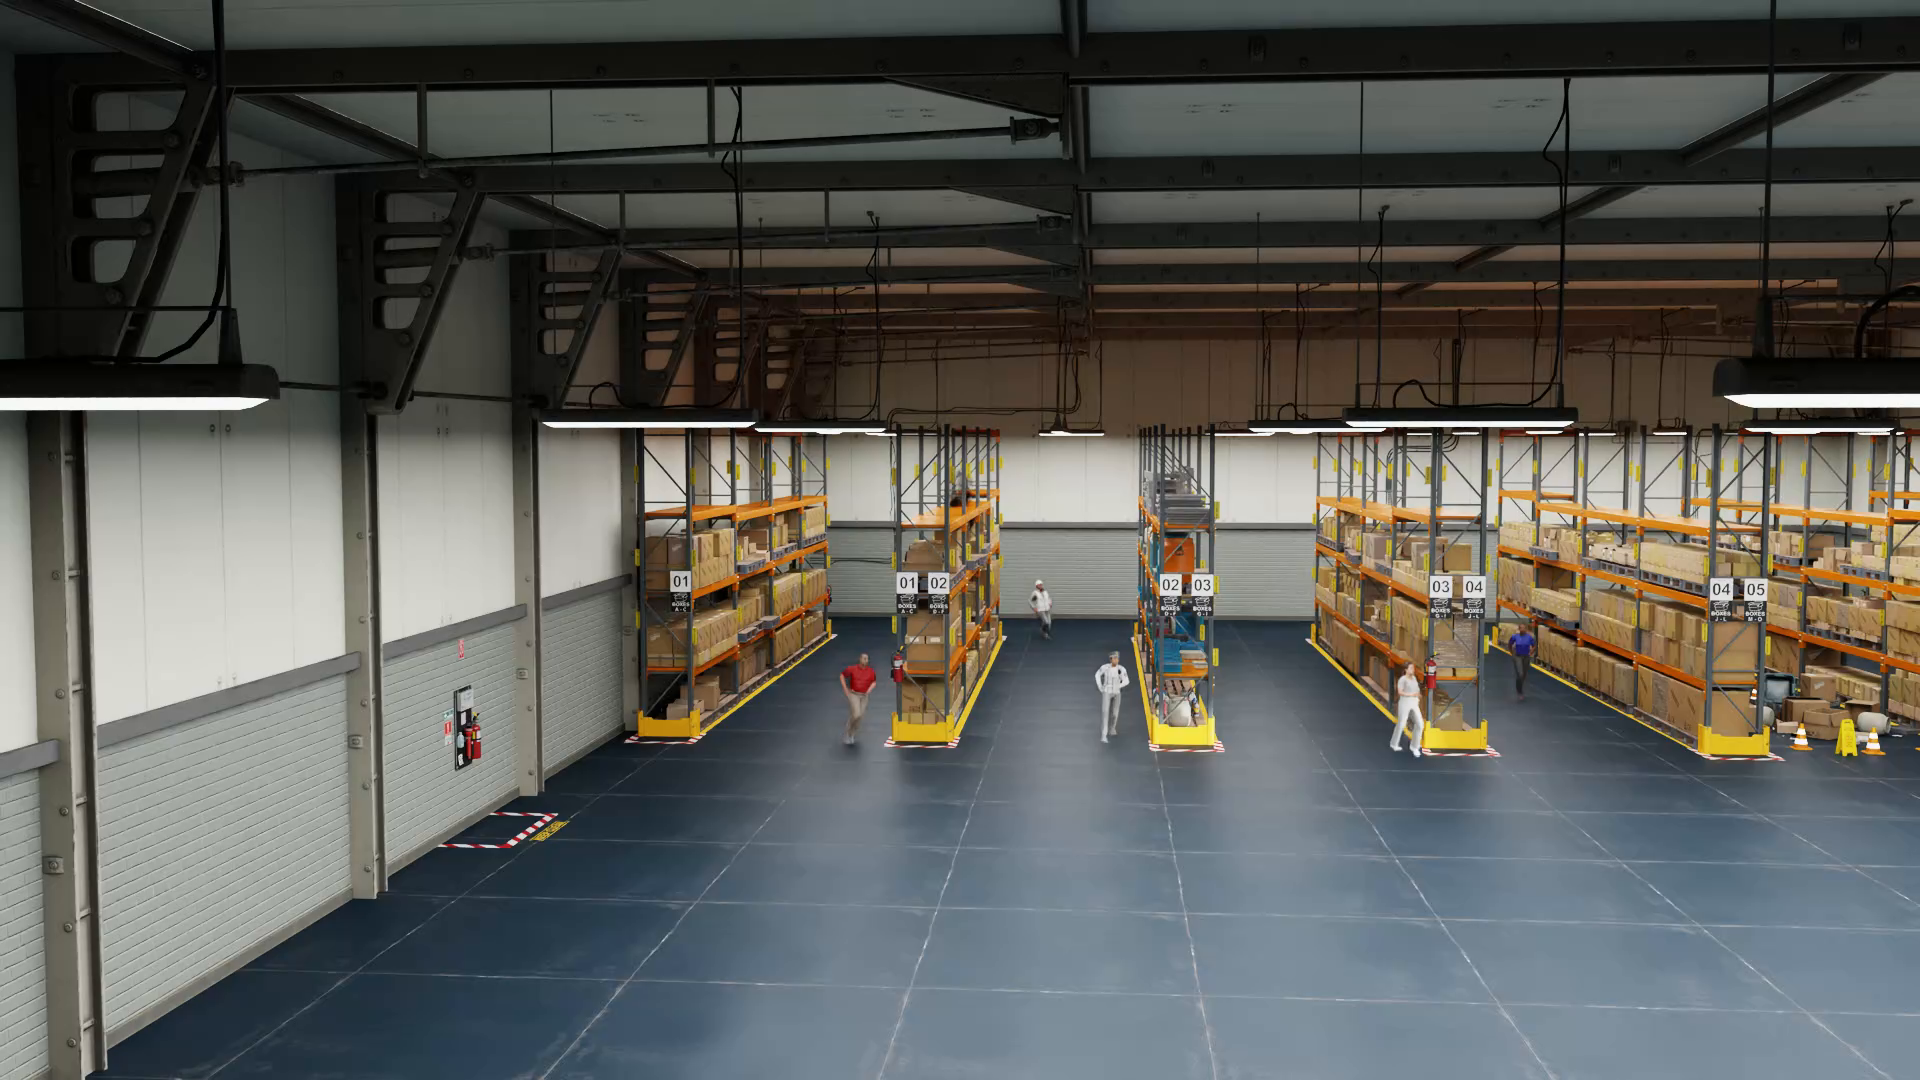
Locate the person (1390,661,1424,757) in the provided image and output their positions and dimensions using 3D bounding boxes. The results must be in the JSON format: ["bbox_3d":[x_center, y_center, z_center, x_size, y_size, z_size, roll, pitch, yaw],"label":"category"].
[{"bbox_3d":[8.123,3.054,30.132,0.567,1.711,0.722,-2,4,-25],"label":"person"}]

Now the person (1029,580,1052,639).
[{"bbox_3d":[2.353,1.993,47.291,0.711,1.713,0.568,-2,4,-28],"label":"person"}]

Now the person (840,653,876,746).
[{"bbox_3d":[-1.886,2.990,31.236,0.678,1.716,0.651,-2,4,-28],"label":"person"}]

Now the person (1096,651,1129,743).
[{"bbox_3d":[2.908,2.961,31.649,0.614,1.718,0.847,0,3,-1],"label":"person"}]

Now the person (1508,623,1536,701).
[{"bbox_3d":[12.389,2.666,36.663,0.575,1.693,0.812,0,3,3],"label":"person"}]
